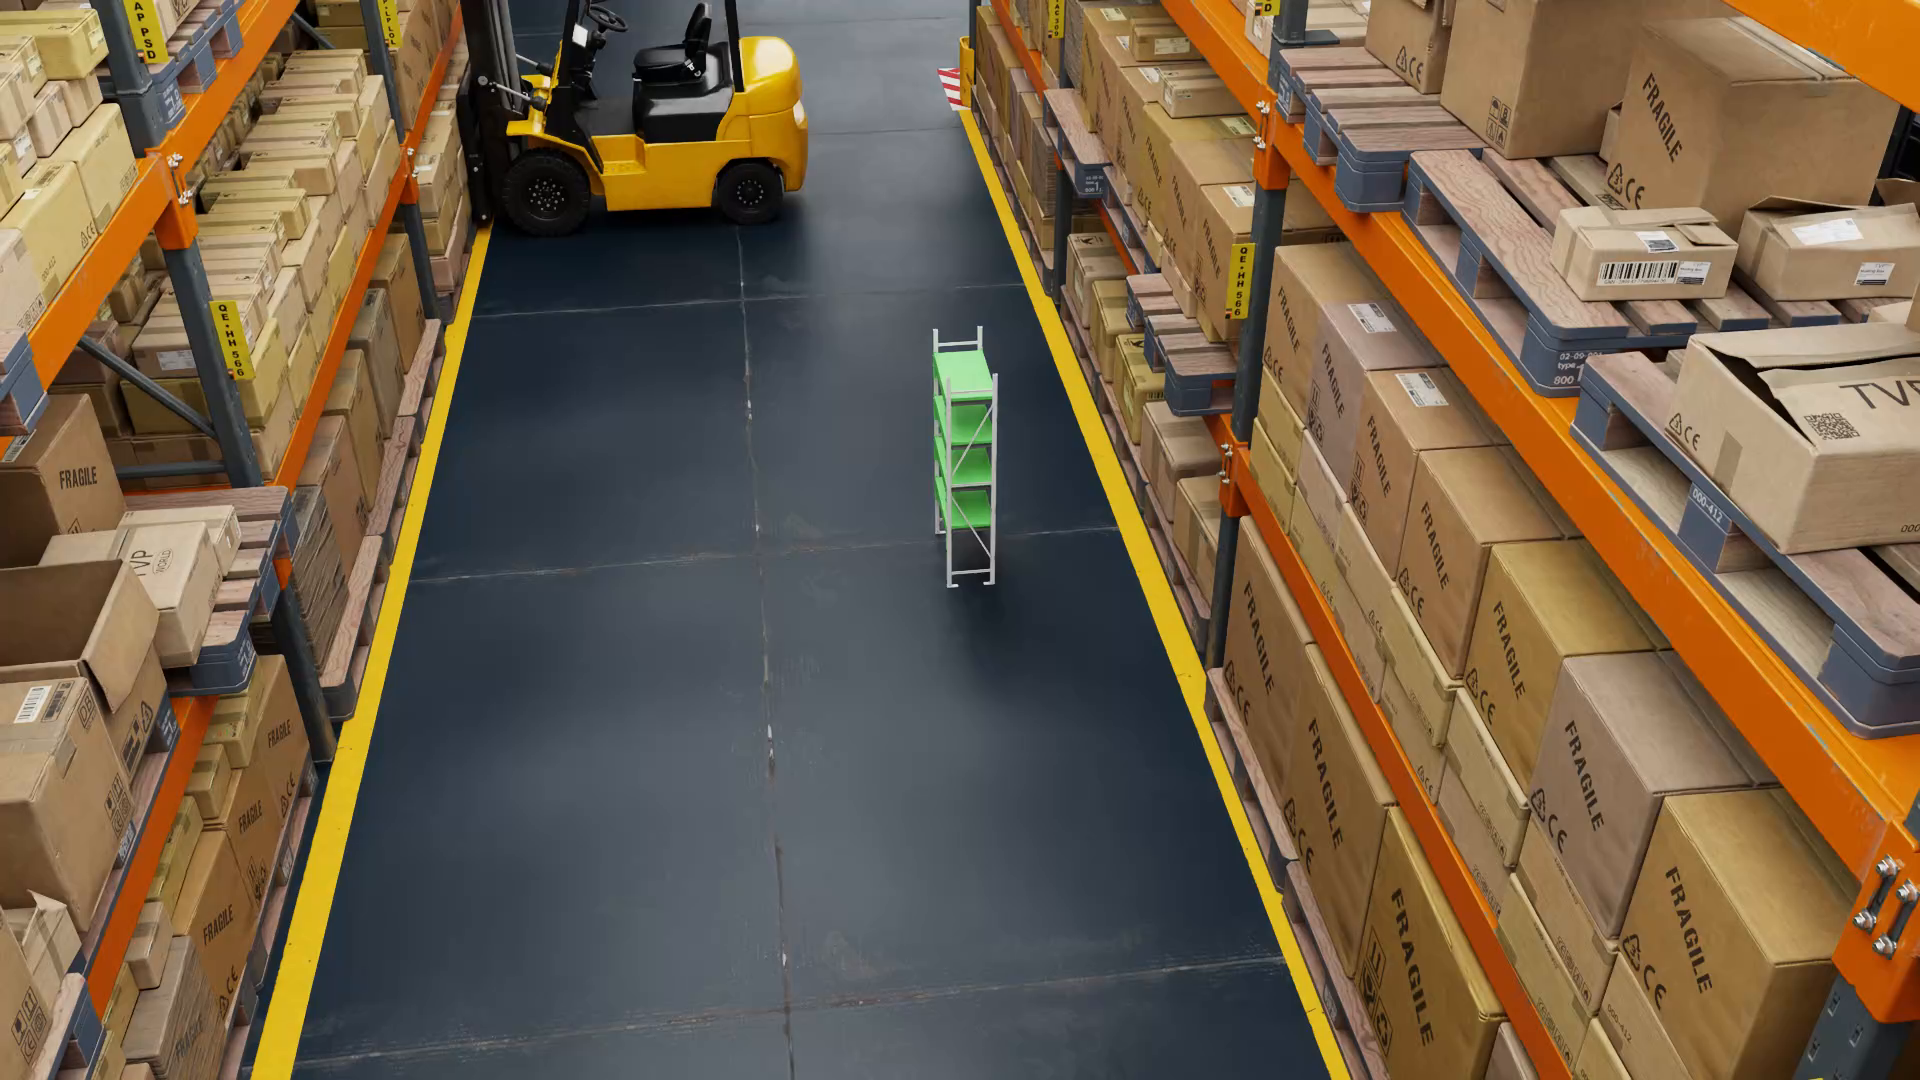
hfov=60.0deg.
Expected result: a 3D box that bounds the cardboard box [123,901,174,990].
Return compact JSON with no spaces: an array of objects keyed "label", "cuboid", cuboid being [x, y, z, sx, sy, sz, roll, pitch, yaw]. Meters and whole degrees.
[{"label":"cardboard box","cuboid":[-2.793,1.336,5.397,0.380,0.149,0.250,-6,35,-9]}]

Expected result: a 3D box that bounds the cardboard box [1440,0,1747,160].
[{"label":"cardboard box","cuboid":[1.979,-1.548,5.233,0.700,0.500,0.500,-6,35,-9]}]

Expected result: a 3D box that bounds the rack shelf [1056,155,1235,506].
[{"label":"rack shelf","cuboid":[1.388,-1.451,8.854,1.077,0.370,4.000,-4,35,-6]}]

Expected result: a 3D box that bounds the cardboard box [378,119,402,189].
[{"label":"cardboard box","cuboid":[-3.472,-2.163,9.393,0.500,0.250,0.500,-4,34,-5]}]

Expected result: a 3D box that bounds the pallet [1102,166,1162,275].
[{"label":"pallet","cuboid":[1.350,-1.654,8.684,1.003,0.211,1.213,-4,35,-6]}]

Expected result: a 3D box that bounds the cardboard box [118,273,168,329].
[{"label":"cardboard box","cuboid":[-3.667,-0.913,7.116,0.500,0.250,0.500,-4,34,-6]}]

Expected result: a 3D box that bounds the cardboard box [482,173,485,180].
[{"label":"cardboard box","cuboid":[-3.753,-2.671,12.074,0.500,0.250,0.500,-3,34,-5]}]

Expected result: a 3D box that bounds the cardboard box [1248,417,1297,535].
[{"label":"cardboard box","cuboid":[1.474,-0.278,6.627,0.500,0.250,0.500,-5,35,-7]}]

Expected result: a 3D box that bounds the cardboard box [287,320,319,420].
[{"label":"cardboard box","cuboid":[-3.141,-0.739,7.304,0.500,0.250,0.500,-5,35,-7]}]

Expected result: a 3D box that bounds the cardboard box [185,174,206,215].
[{"label":"cardboard box","cuboid":[-3.731,-1.585,7.747,0.380,0.149,0.250,-3,34,-5]}]

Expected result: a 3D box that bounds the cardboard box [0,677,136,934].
[{"label":"cardboard box","cuboid":[-2.741,0.750,4.525,0.700,0.500,0.500,-5,35,-7]}]

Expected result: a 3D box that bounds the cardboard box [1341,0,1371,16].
[{"label":"cardboard box","cuboid":[1.749,-2.147,6.692,0.396,0.266,0.258,-4,35,-6]}]

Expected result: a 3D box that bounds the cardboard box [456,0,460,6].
[{"label":"cardboard box","cuboid":[-3.950,-4.214,12.182,0.500,0.500,0.500,-3,34,-5]}]

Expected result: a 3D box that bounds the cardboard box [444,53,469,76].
[{"label":"cardboard box","cuboid":[-3.814,-3.370,12.212,0.500,0.250,0.500,-4,34,-6]}]

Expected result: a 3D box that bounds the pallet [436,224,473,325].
[{"label":"pallet","cuboid":[-3.864,-1.781,11.175,1.003,0.211,1.213,-4,35,-6]}]

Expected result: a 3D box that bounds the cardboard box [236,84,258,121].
[{"label":"cardboard box","cuboid":[-3.947,-2.290,8.781,0.380,0.149,0.250,-4,35,-7]}]

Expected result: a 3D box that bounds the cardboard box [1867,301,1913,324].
[{"label":"cardboard box","cuboid":[2.372,-0.449,3.916,0.380,0.166,0.250,-7,35,-10]}]

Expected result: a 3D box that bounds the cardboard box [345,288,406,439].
[{"label":"cardboard box","cuboid":[-3.621,-0.954,9.222,0.875,0.625,0.625,-5,35,-7]}]

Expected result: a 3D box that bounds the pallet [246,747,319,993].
[{"label":"pallet","cuboid":[-3.198,1.318,6.628,1.003,0.211,1.213,-4,35,-6]}]

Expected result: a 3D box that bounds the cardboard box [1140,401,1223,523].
[{"label":"cardboard box","cuboid":[1.484,-0.447,8.702,0.950,0.372,0.625,-5,35,-7]}]

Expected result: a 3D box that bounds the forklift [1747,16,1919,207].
[{"label":"forklift","cuboid":[4.042,-1.120,7.791,3.031,2.935,1.130,-13,36,-19]}]

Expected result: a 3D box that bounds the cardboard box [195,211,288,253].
[{"label":"cardboard box","cuboid":[-3.220,-1.336,7.383,0.380,0.149,0.250,-4,34,-6]}]

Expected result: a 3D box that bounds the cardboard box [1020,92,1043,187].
[{"label":"cardboard box","cuboid":[0.704,-2.805,11.605,0.500,0.500,0.500,-4,34,-6]}]

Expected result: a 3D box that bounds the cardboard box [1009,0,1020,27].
[{"label":"cardboard box","cuboid":[0.559,-3.769,11.840,0.380,0.149,0.250,-4,34,-6]}]

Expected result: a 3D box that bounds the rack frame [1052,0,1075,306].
[{"label":"rack frame","cuboid":[1.119,-2.864,10.289,1.000,3.000,0.127,-4,35,-6]}]

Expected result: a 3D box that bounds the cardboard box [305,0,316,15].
[{"label":"cardboard box","cuboid":[-3.690,-3.256,9.936,0.380,0.149,0.250,-4,34,-6]}]

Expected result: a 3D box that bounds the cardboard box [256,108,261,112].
[{"label":"cardboard box","cuboid":[-3.985,-2.328,9.192,0.500,0.250,0.500,-5,35,-7]}]

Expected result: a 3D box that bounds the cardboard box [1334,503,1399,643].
[{"label":"cardboard box","cuboid":[1.604,0.093,5.640,0.500,0.250,0.500,-4,35,-7]}]

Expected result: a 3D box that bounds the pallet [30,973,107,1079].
[{"label":"pallet","cuboid":[-2.722,1.604,3.904,1.003,0.211,1.213,-4,35,-6]}]

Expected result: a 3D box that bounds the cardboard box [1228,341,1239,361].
[{"label":"cardboard box","cuboid":[1.380,-0.867,7.208,0.380,0.149,0.250,-3,34,-5]}]

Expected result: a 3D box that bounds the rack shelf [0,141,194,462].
[{"label":"rack shelf","cuboid":[-2.992,-0.080,4.179,1.077,0.370,4.000,-4,35,-6]}]

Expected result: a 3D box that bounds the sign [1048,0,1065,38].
[{"label":"sign","cuboid":[0.583,-3.176,9.978,0.100,0.325,0.005,-4,35,-6]}]

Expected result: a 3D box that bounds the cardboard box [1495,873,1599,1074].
[{"label":"cardboard box","cuboid":[1.818,1.147,4.537,0.500,0.250,0.500,-5,35,-7]}]

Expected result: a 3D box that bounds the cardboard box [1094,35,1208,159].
[{"label":"cardboard box","cuboid":[1.019,-2.362,8.826,0.500,0.500,0.500,-5,35,-7]}]

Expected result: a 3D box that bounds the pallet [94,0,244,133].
[{"label":"pallet","cuboid":[-3.441,-1.787,6.213,1.213,0.211,1.003,-3,34,-4]}]

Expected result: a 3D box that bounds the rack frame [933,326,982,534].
[{"label":"rack frame","cuboid":[-0.011,-0.540,8.476,0.240,1.200,0.015,-4,35,-6]}]

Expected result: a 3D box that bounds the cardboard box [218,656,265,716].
[{"label":"cardboard box","cuboid":[-2.943,0.594,6.486,0.380,0.149,0.250,-6,35,-9]}]

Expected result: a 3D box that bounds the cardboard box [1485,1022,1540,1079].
[{"label":"cardboard box","cuboid":[2.033,1.965,4.717,0.875,0.875,0.875,-3,34,-5]}]

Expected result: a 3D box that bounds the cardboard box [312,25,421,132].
[{"label":"cardboard box","cuboid":[-3.600,-2.795,10.098,0.500,0.500,0.500,-5,35,-8]}]

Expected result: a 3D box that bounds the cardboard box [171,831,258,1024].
[{"label":"cardboard box","cuboid":[-2.861,1.397,5.883,0.500,0.500,0.500,-3,34,-4]}]

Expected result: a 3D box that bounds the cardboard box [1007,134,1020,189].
[{"label":"cardboard box","cuboid":[0.628,-2.791,12.251,0.500,0.250,0.500,-4,34,-6]}]

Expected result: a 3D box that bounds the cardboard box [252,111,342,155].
[{"label":"cardboard box","cuboid":[-3.360,-2.051,8.431,0.380,0.149,0.250,-5,35,-8]}]

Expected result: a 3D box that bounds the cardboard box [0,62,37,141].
[{"label":"cardboard box","cuboid":[-2.905,-1.250,4.772,0.380,0.149,0.250,-5,35,-8]}]

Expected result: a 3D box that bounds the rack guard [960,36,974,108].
[{"label":"rack guard","cuboid":[0.592,-4.021,14.206,1.175,0.500,0.348,-4,35,-6]}]

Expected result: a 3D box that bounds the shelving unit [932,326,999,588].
[{"label":"shelving unit","cuboid":[0.022,-0.403,8.277,0.258,1.200,0.503,-4,35,-6]}]

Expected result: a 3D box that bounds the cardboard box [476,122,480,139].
[{"label":"cardboard box","cuboid":[-3.814,-3.147,12.329,0.500,0.250,0.500,-5,35,-7]}]

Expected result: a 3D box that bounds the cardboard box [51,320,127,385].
[{"label":"cardboard box","cuboid":[-3.505,-0.729,6.492,0.380,0.149,0.250,-3,34,-5]}]

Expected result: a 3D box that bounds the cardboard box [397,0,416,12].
[{"label":"cardboard box","cuboid":[-3.640,-3.424,10.446,0.380,0.149,0.250,-4,34,-5]}]

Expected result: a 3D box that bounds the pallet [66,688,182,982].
[{"label":"pallet","cuboid":[-2.995,0.910,4.921,1.003,0.211,1.213,-4,35,-6]}]

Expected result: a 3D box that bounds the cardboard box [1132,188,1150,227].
[{"label":"cardboard box","cuboid":[1.093,-1.725,8.468,0.380,0.149,0.250,-5,35,-8]}]

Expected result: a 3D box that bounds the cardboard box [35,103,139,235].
[{"label":"cardboard box","cuboid":[-2.951,-1.163,5.263,0.500,0.250,0.500,-5,35,-8]}]

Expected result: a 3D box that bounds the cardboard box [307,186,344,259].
[{"label":"cardboard box","cuboid":[-3.291,-1.521,8.007,0.500,0.250,0.500,-4,34,-6]}]

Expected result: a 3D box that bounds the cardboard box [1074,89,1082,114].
[{"label":"cardboard box","cuboid":[0.881,-2.601,9.754,0.380,0.149,0.250,-4,34,-6]}]

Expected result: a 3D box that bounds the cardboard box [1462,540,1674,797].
[{"label":"cardboard box","cuboid":[1.761,0.343,4.606,0.500,0.500,0.500,-3,34,-5]}]
